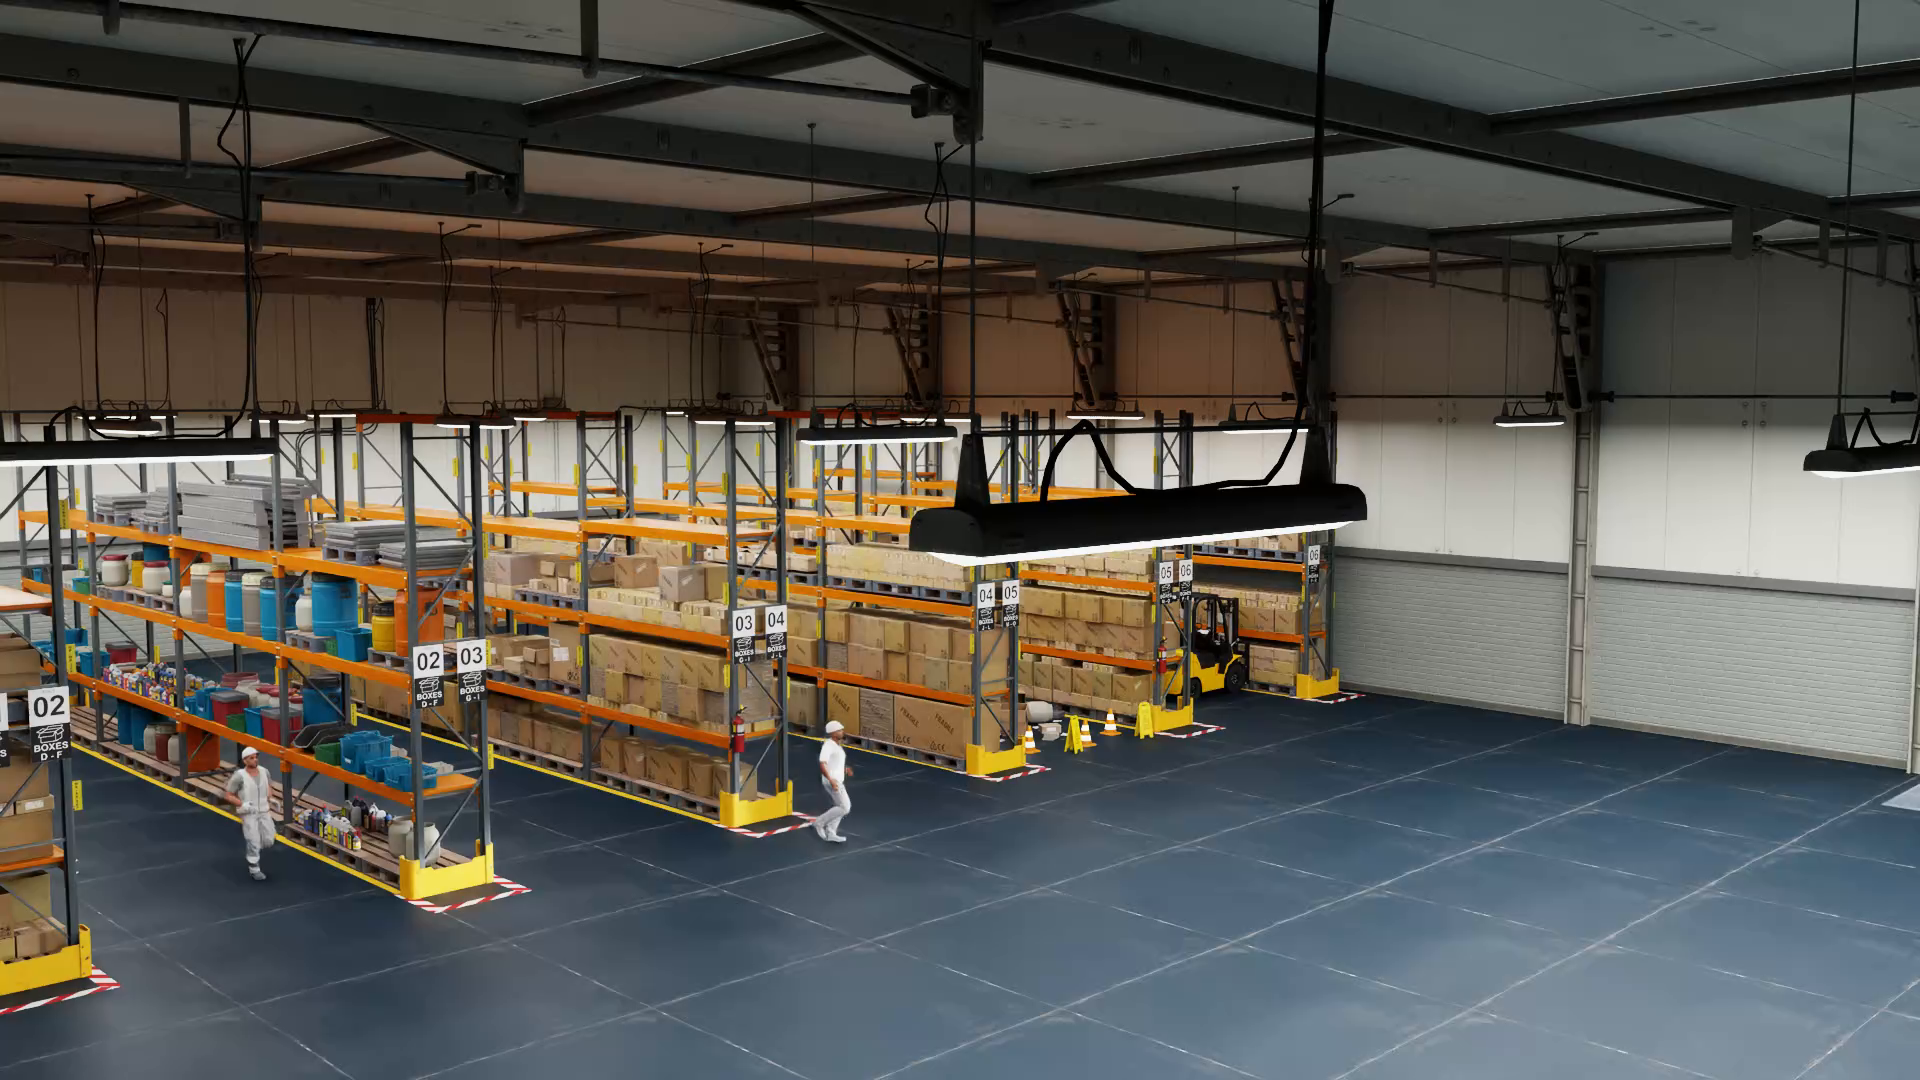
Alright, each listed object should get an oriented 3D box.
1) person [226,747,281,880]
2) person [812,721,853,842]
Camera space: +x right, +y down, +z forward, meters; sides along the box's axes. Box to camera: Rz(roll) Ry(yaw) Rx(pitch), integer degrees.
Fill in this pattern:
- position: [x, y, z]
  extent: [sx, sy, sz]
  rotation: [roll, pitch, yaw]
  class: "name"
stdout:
- position: [-9.270, 3.576, 21.804]
  extent: [0.600, 1.740, 0.657]
  rotation: [4, 6, 37]
  class: "person"
- position: [-1.807, 3.421, 23.612]
  extent: [0.578, 1.733, 0.715]
  rotation: [0, 5, -2]
  class: "person"
